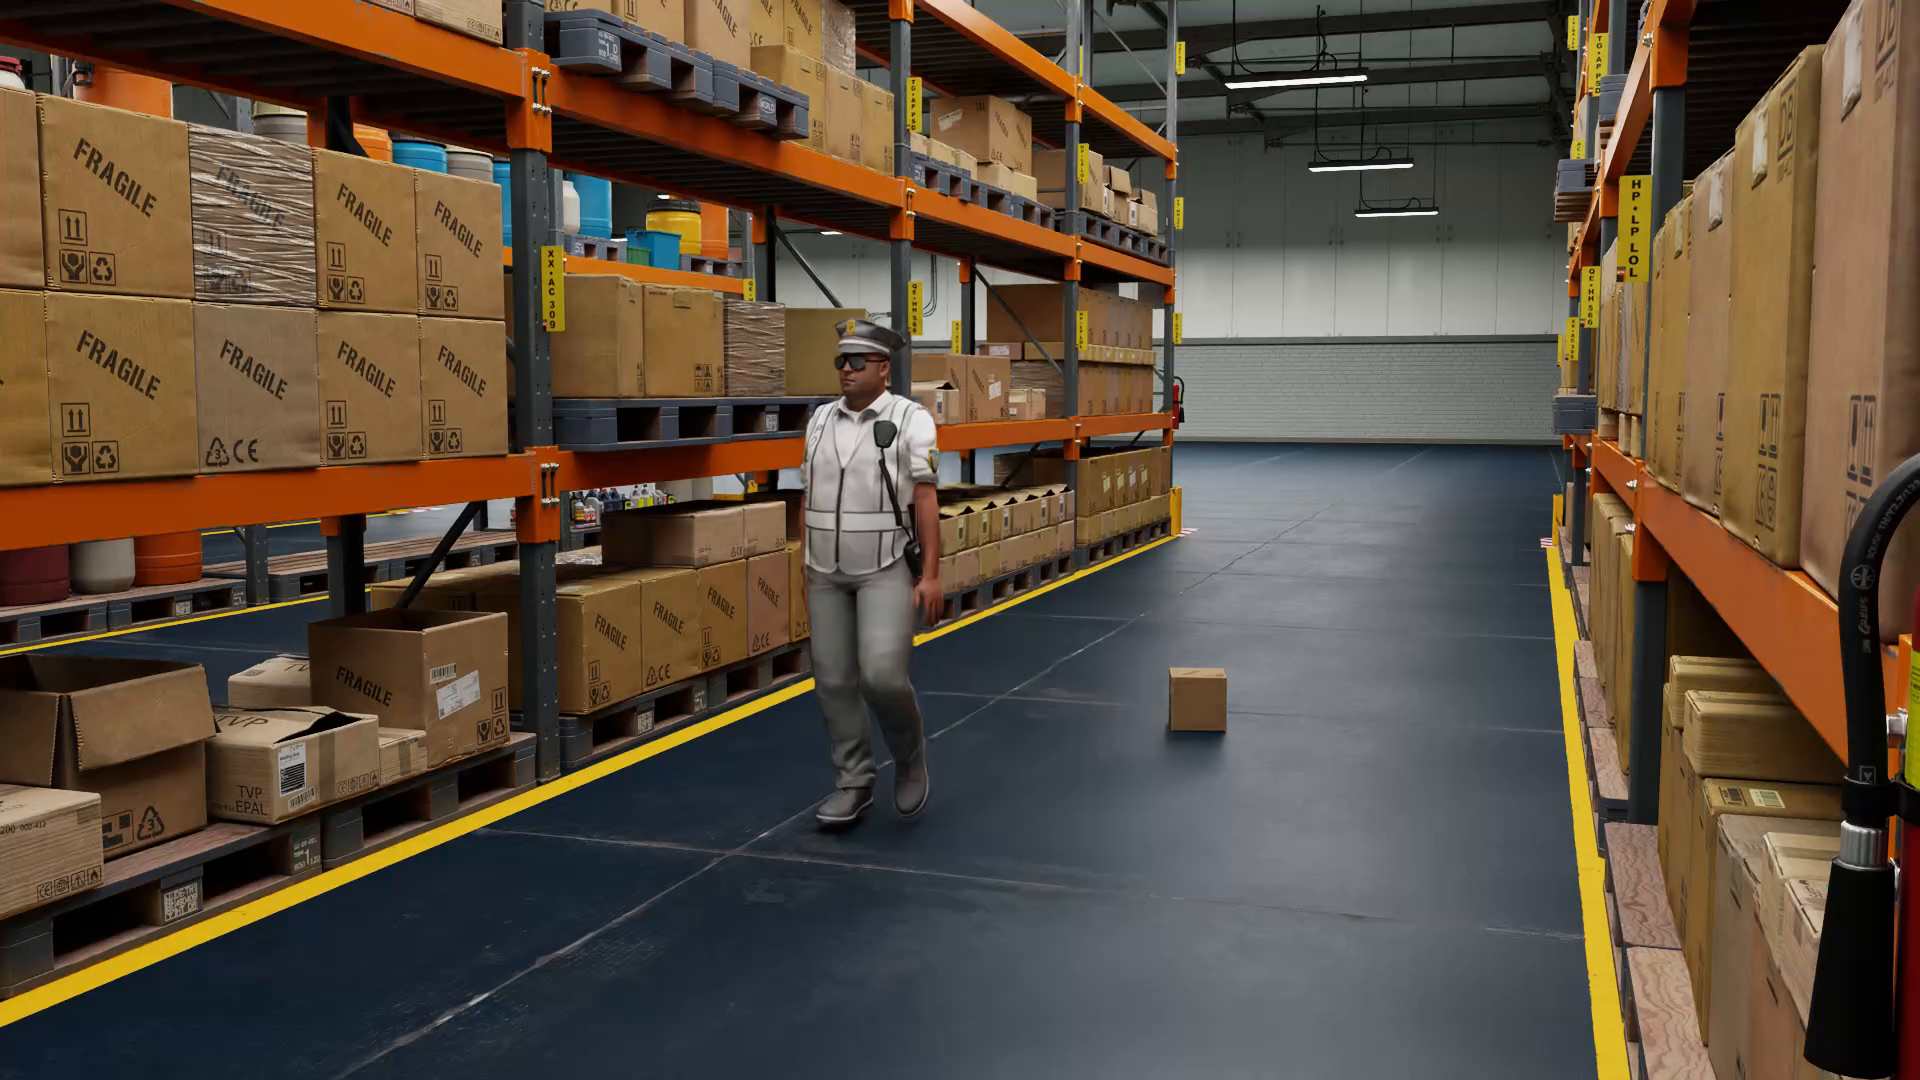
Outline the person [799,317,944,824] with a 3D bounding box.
[{"bbox_3d":[-0.336,0.111,5.855,0.567,1.775,0.491,2,6,24],"label":"person"}]
